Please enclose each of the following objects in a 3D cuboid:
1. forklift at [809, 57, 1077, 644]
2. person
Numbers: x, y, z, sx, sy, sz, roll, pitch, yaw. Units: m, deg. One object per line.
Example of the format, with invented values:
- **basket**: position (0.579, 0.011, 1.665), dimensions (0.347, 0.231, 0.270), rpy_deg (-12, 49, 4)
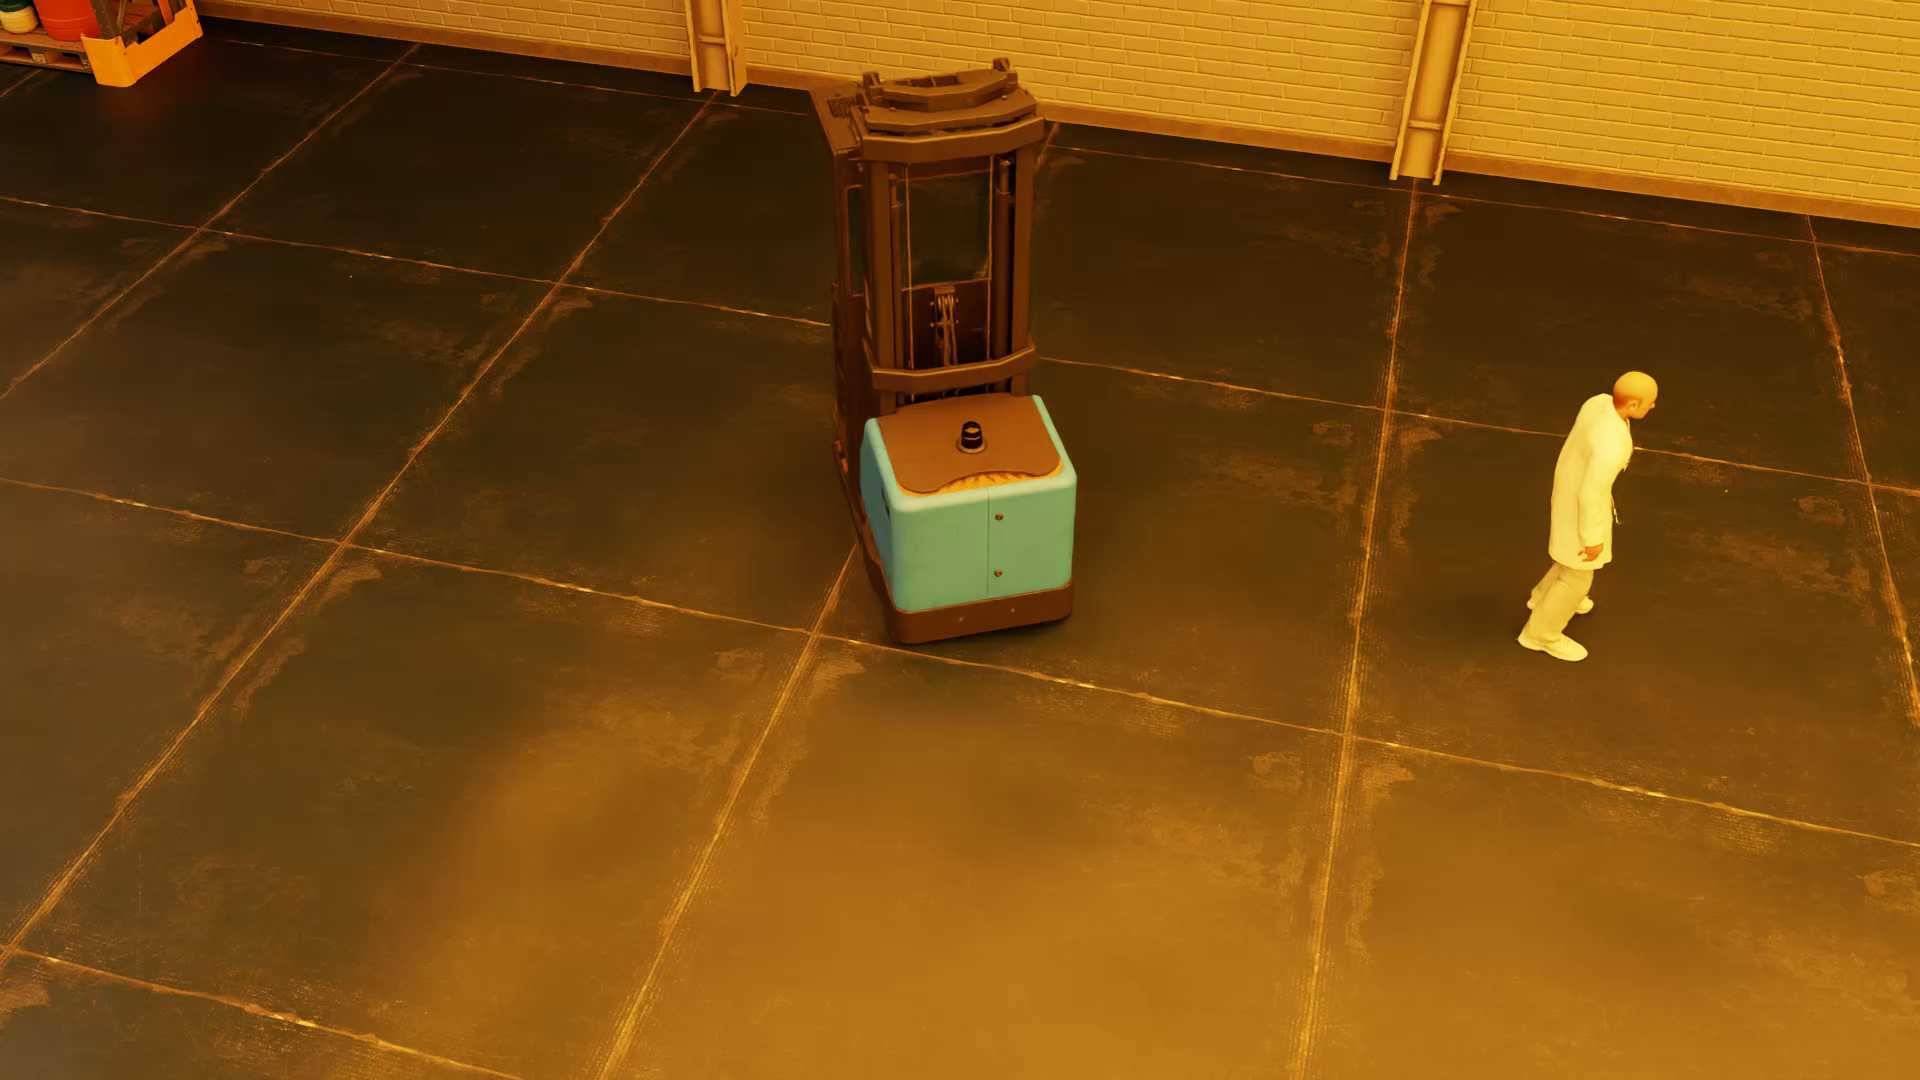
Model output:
- **forklift**: position (-0.200, -1.502, 9.575), dimensions (1.130, 2.935, 3.031), rpy_deg (-9, 42, -10)
- **person**: position (3.379, -0.157, 8.921), dimensions (0.450, 1.771, 0.648), rpy_deg (9, 42, 10)
